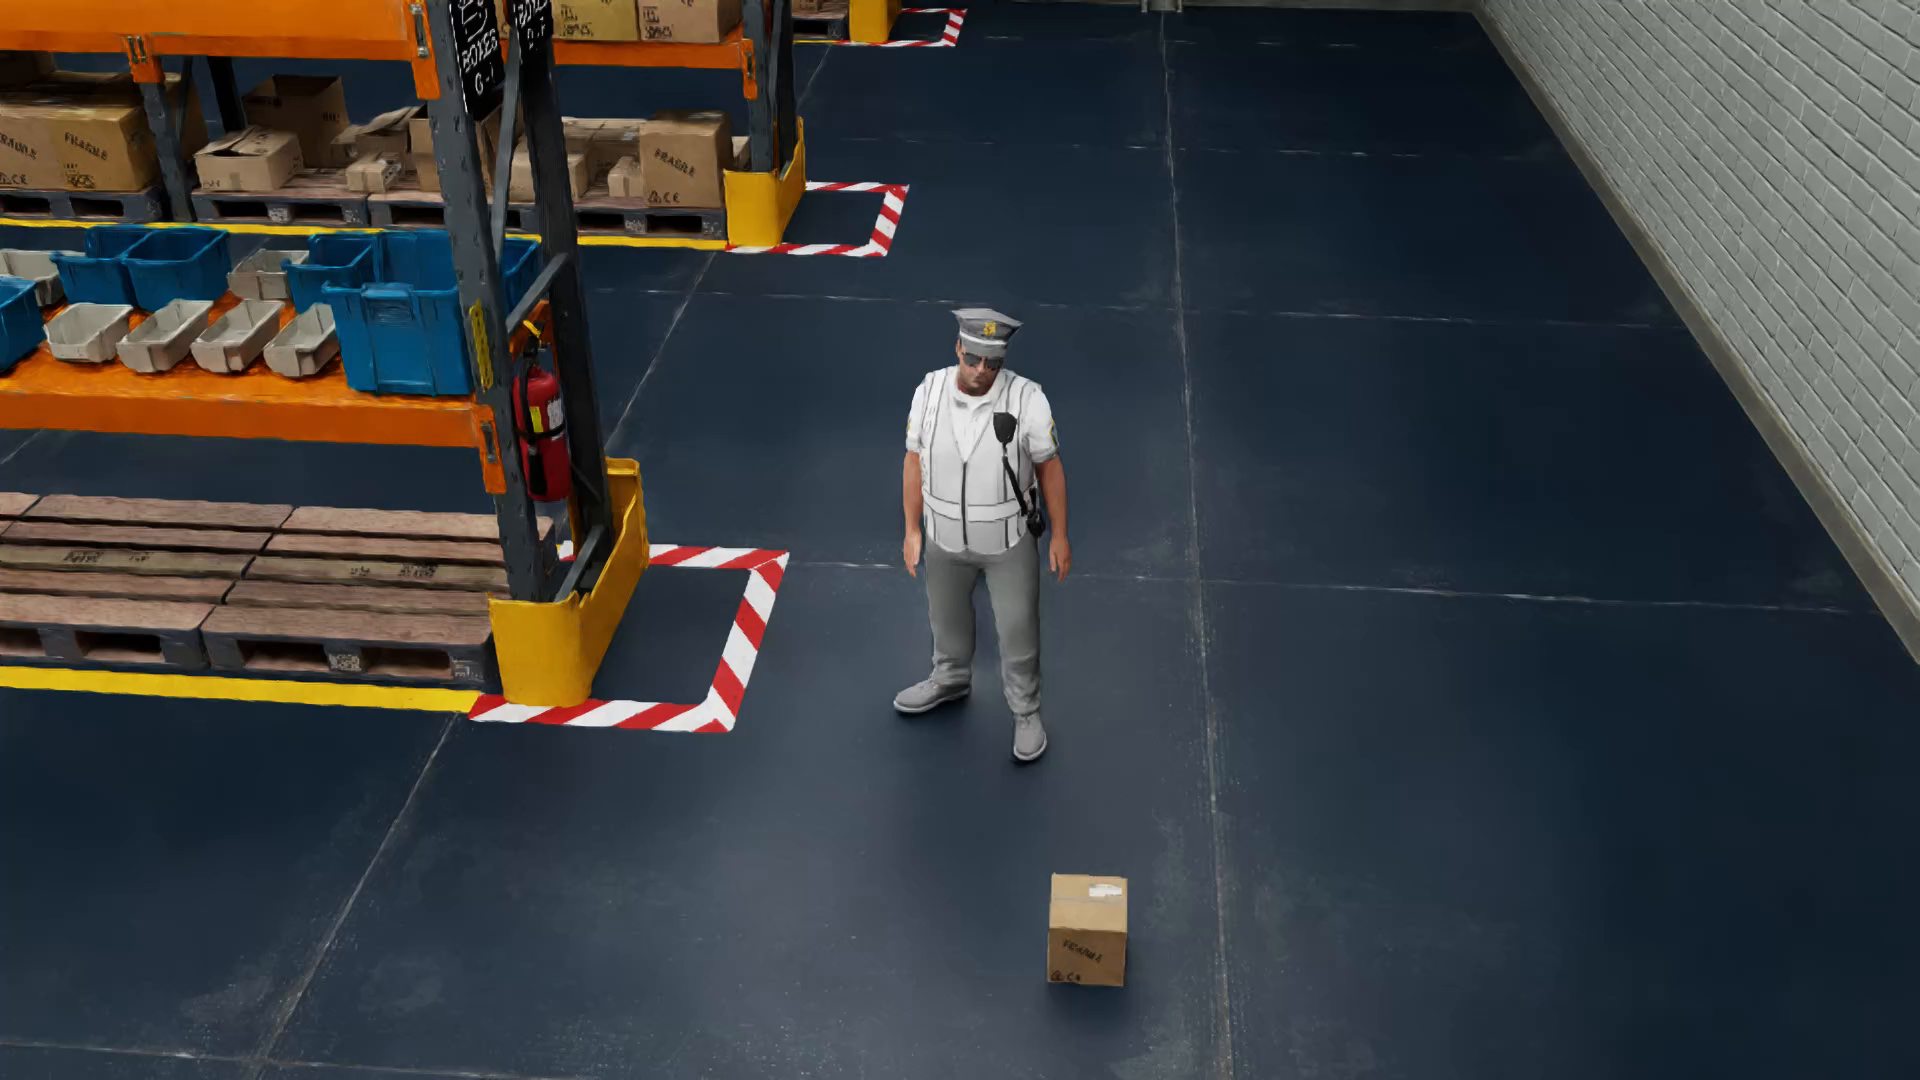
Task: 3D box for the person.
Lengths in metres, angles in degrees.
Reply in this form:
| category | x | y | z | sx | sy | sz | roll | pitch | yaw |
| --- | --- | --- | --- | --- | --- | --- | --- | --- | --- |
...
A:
| category | x | y | z | sx | sy | sz | roll | pitch | yaw |
| --- | --- | --- | --- | --- | --- | --- | --- | --- | --- |
| person | 0.070 | -0.035 | 6.133 | 0.691 | 1.770 | 0.398 | 10 | 33 | 15 |
